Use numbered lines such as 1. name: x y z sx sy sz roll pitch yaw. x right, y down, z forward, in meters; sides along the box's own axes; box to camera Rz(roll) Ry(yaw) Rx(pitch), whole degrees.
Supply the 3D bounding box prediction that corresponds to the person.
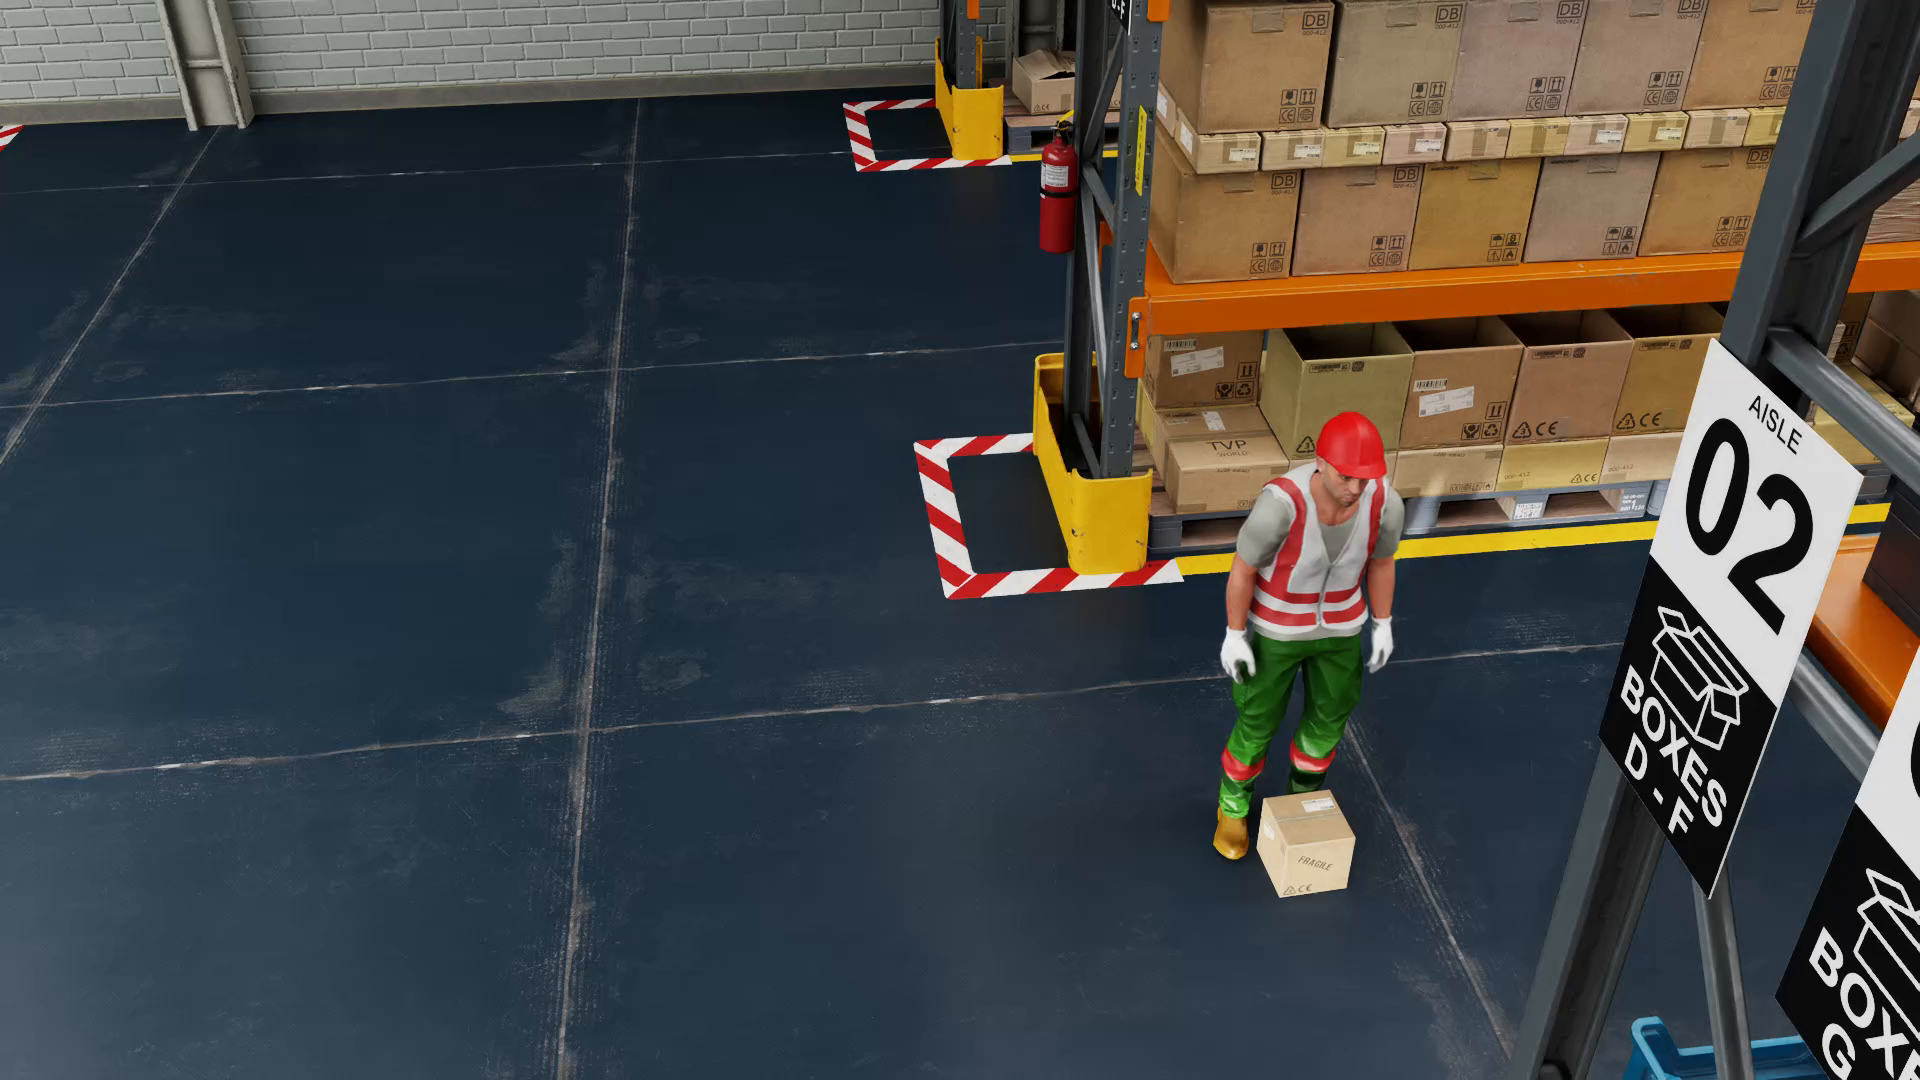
1. person: 1.185 0.324 5.659 0.608 1.779 0.453 -5 35 -7
